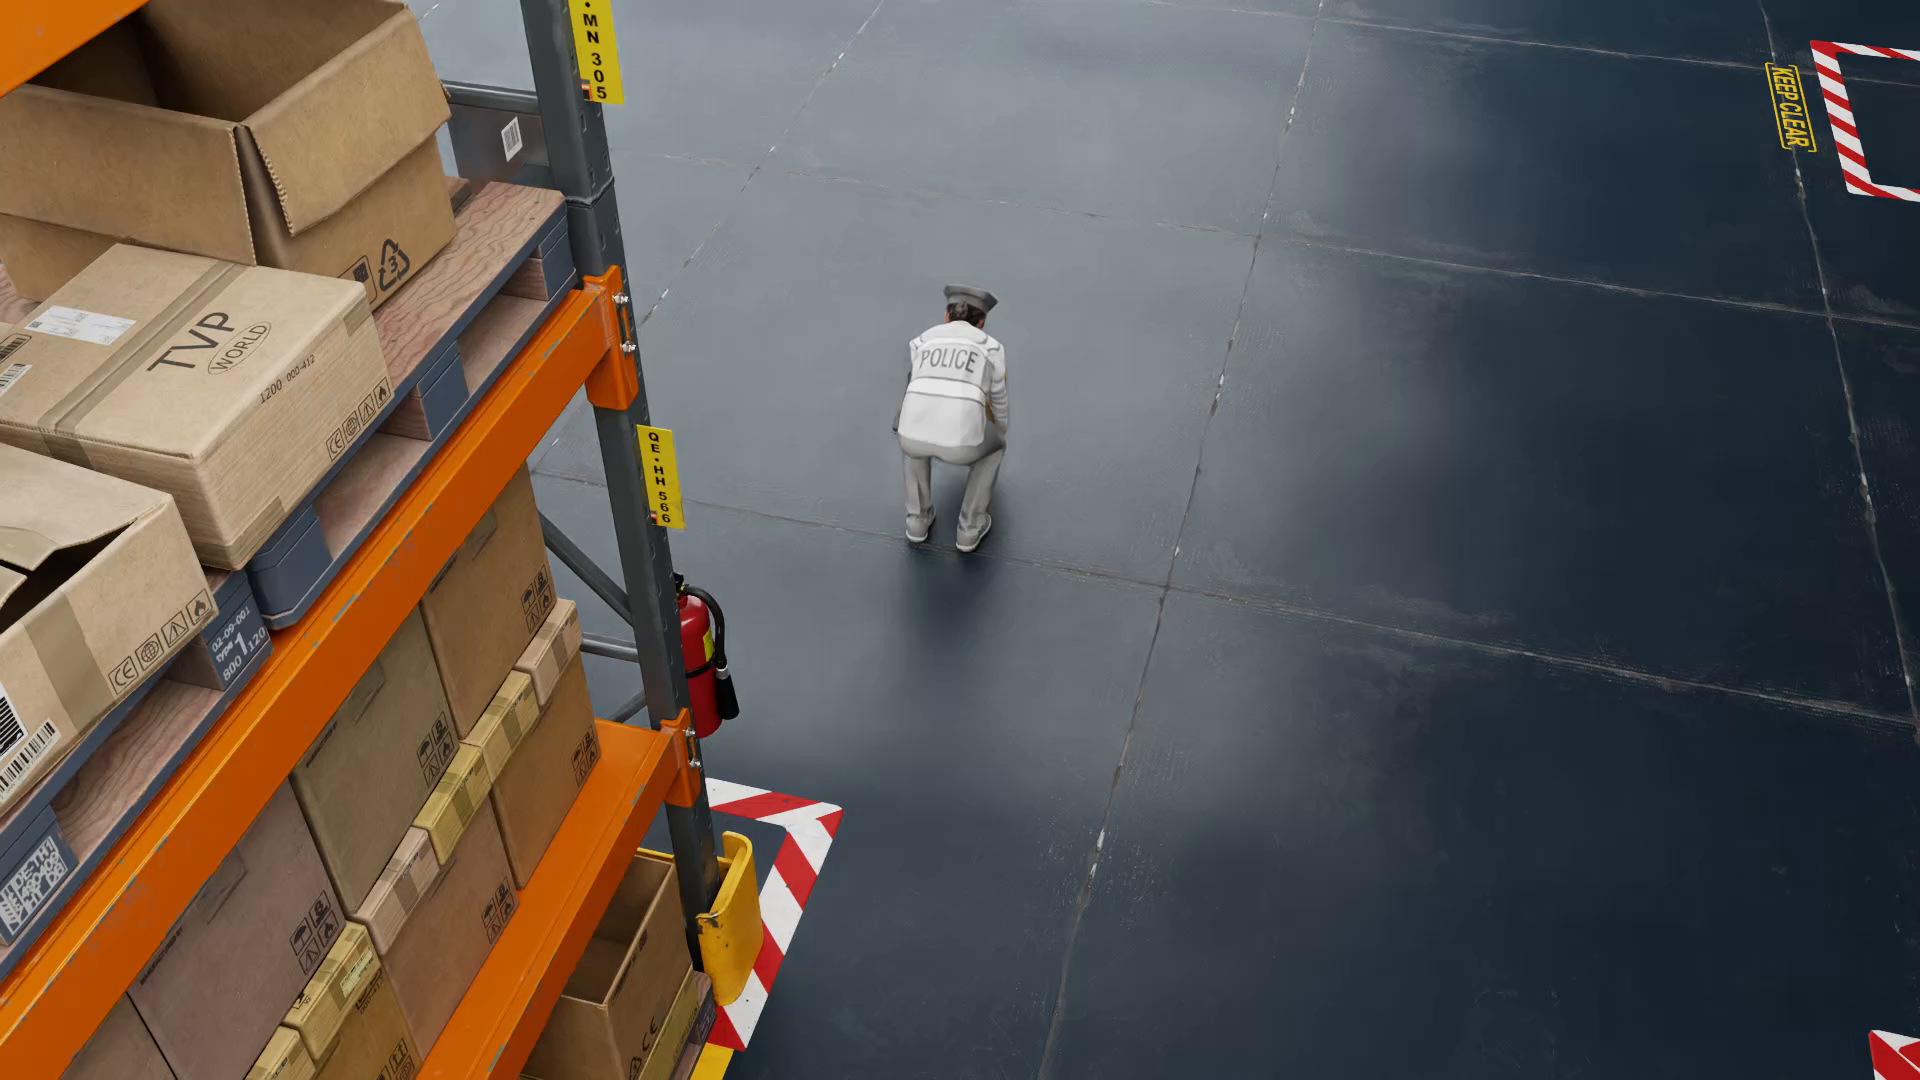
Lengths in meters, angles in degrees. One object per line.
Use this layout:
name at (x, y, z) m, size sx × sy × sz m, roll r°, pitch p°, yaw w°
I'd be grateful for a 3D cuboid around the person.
person at (-0.023, -0.528, 7.273) m, size 0.467 × 0.991 × 0.917 m, roll 8°, pitch 42°, yaw 9°
